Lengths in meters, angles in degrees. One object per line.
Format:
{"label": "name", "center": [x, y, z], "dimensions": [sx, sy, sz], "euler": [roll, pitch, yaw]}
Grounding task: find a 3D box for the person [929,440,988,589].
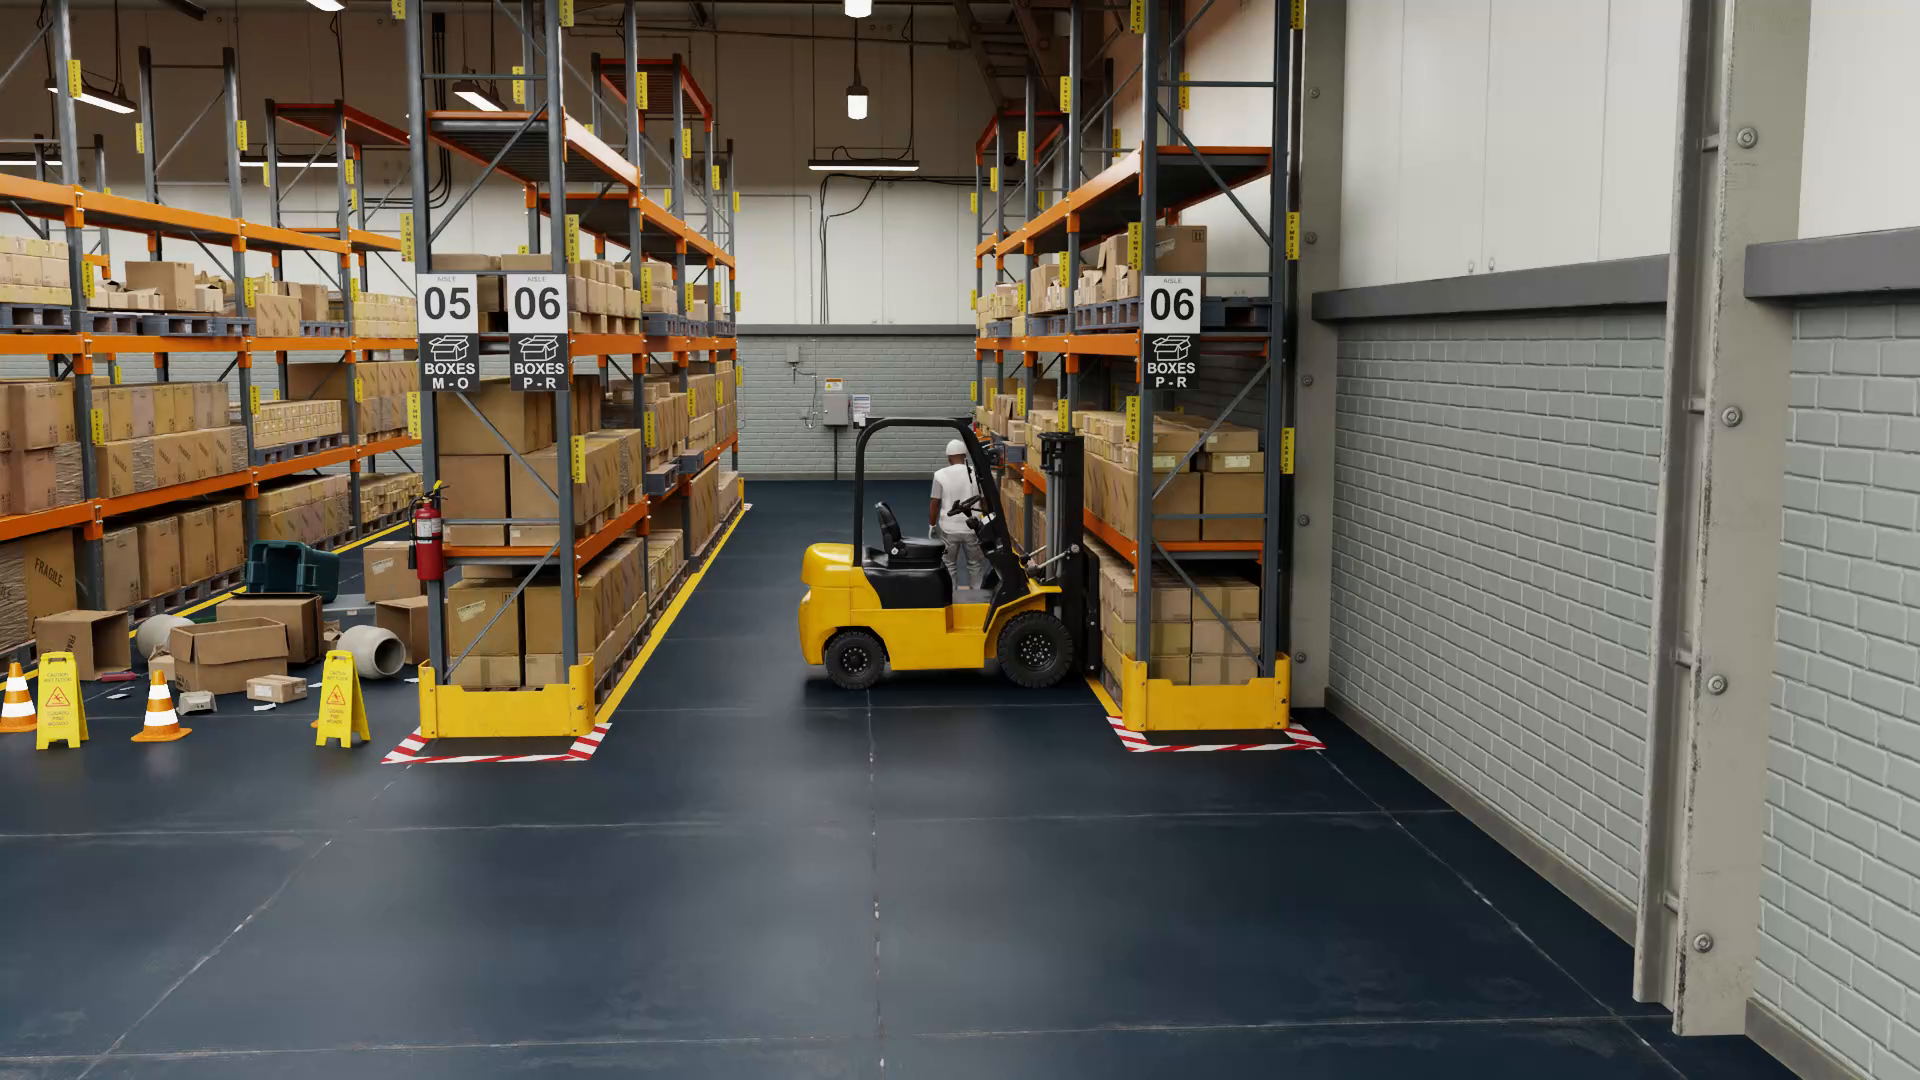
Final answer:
{"label": "person", "center": [-0.003, -0.114, 16.660], "dimensions": [0.625, 1.773, 0.451], "euler": [-1, 7, -7]}
